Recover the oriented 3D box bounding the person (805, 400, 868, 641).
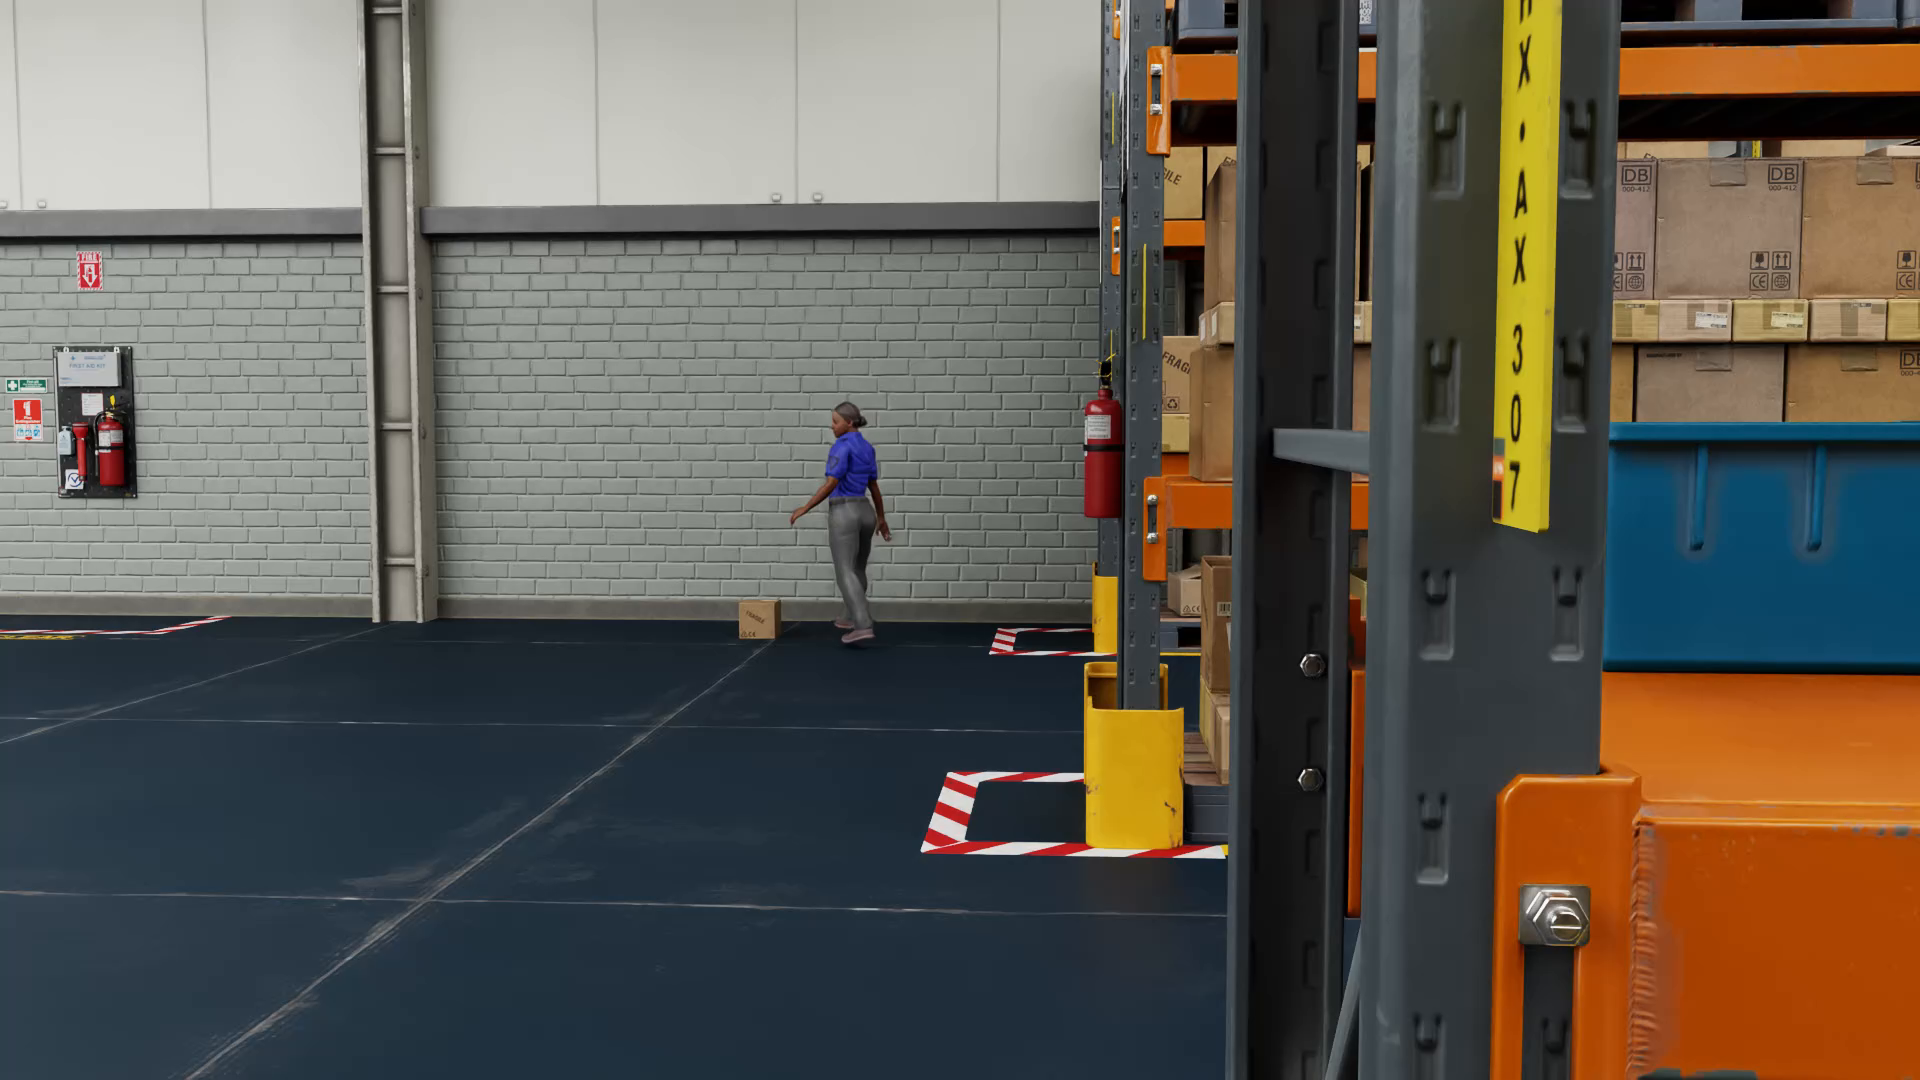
[{"bbox_3d":[-0.828,-0.136,11.372,0.573,1.635,0.682,-4,6,-43],"label":"person"}]
